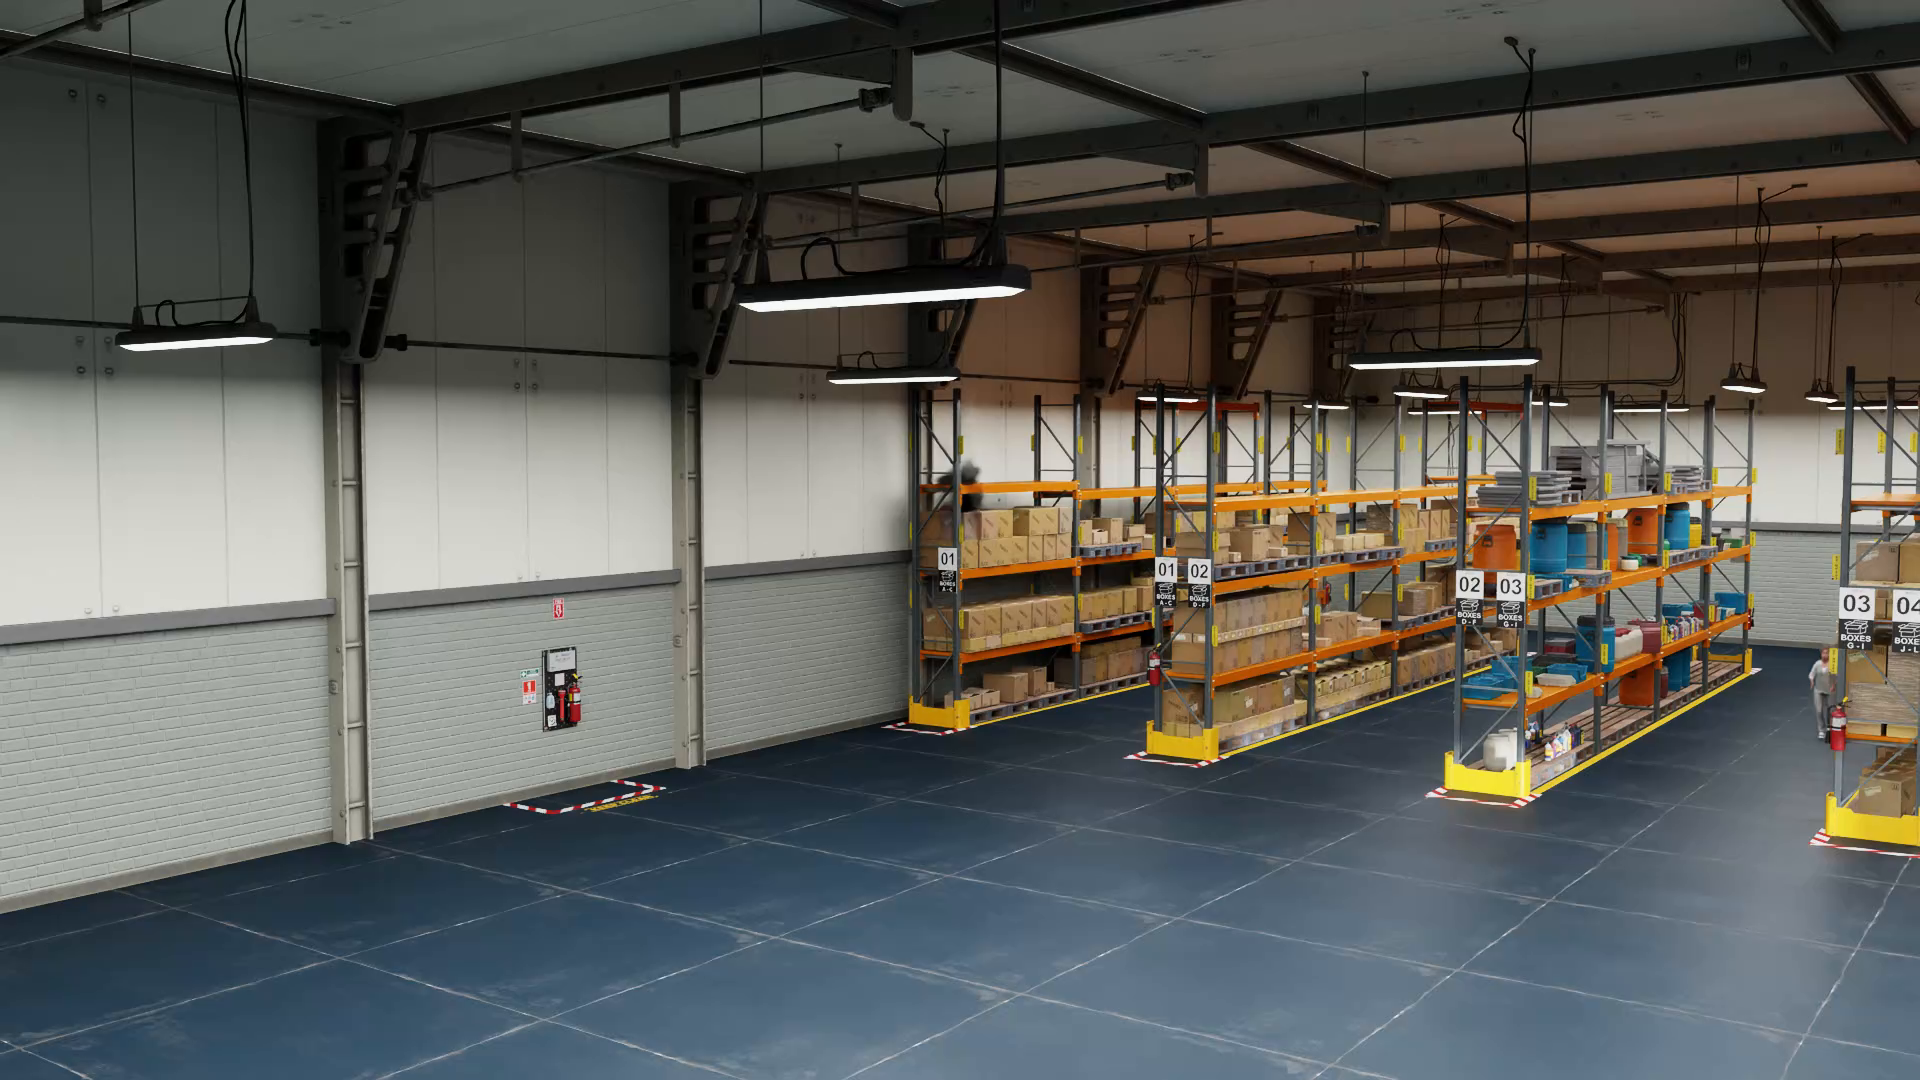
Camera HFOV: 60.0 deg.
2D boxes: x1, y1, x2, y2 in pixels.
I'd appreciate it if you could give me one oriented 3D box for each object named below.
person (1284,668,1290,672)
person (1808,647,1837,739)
[{"bbox_3d":[7.265,2.078,36.665,0.543,1.720,1.078,2,4,33],"label":"person"},{"bbox_3d":[14.787,2.606,28.431,0.535,1.548,0.567,3,4,38],"label":"person"}]
